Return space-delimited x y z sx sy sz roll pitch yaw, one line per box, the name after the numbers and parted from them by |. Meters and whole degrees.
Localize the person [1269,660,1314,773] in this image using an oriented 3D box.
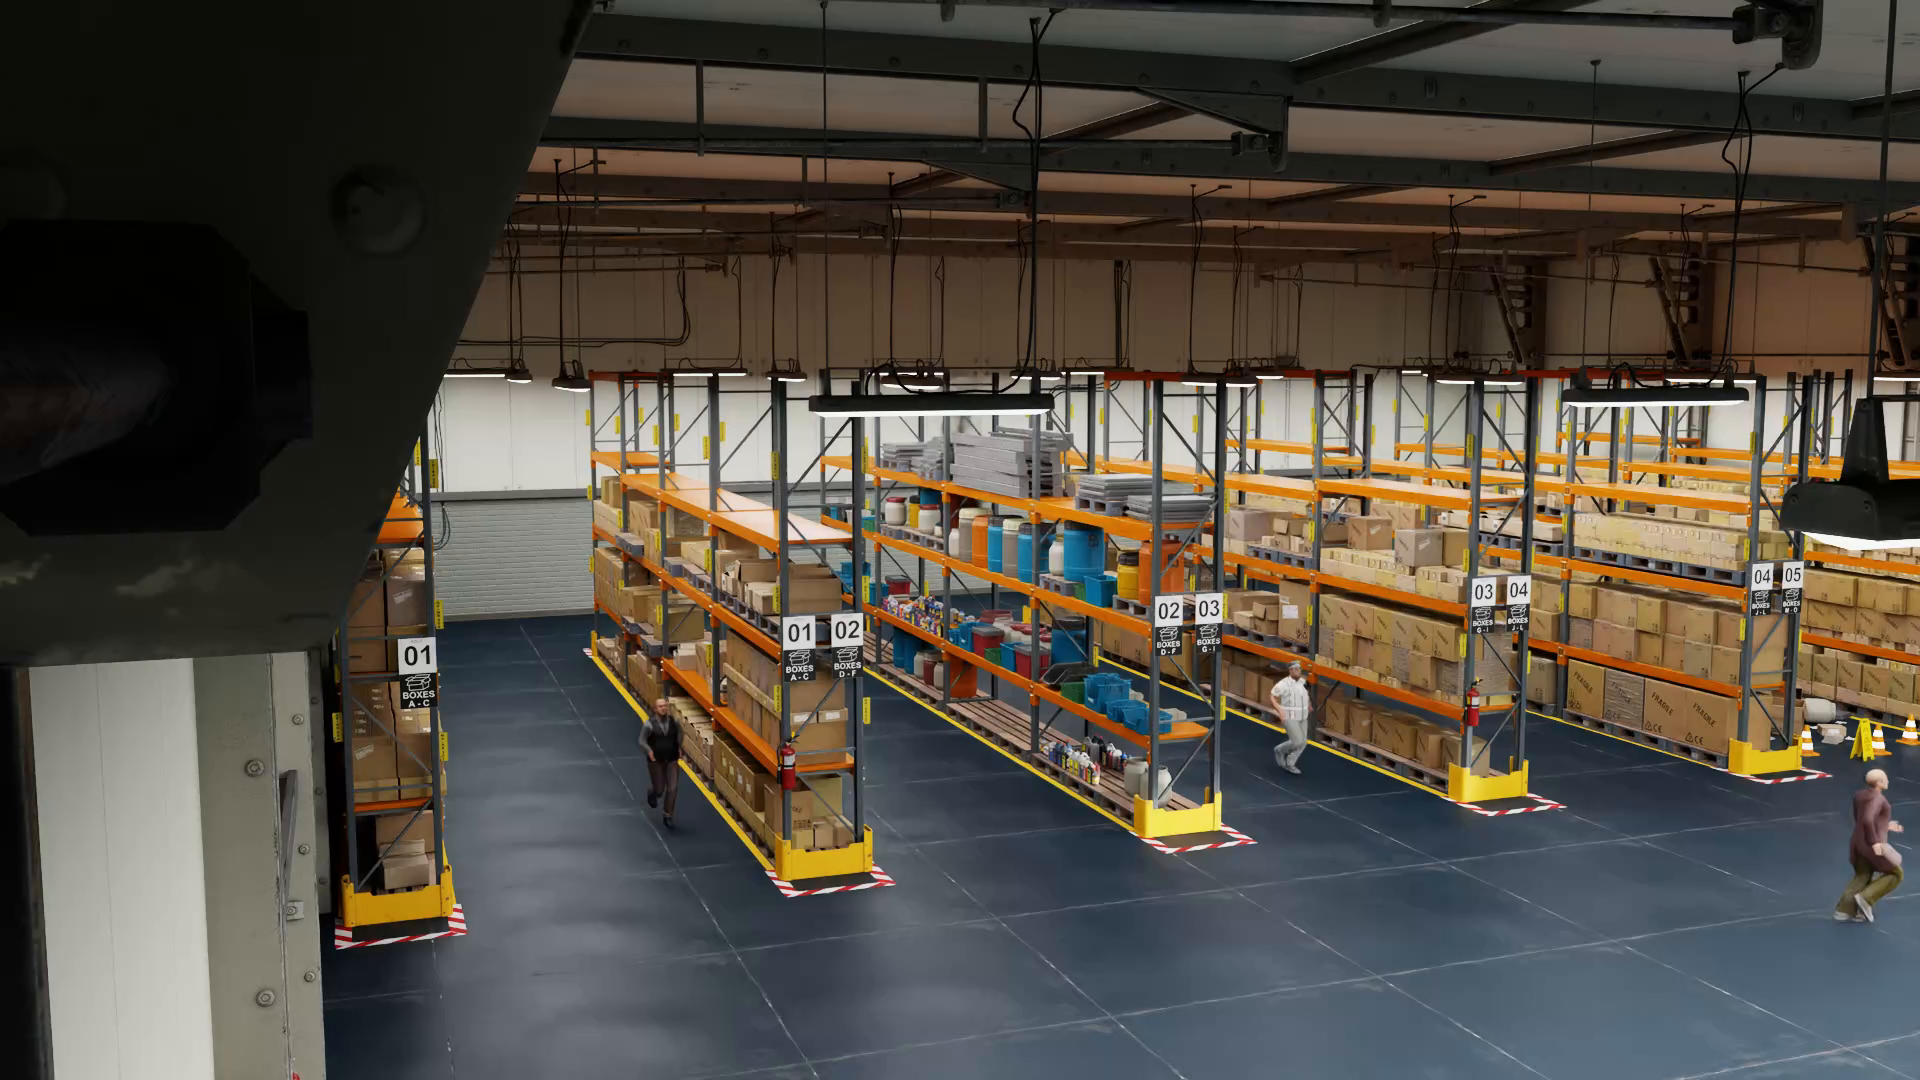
5.071 2.667 25.122 0.658 1.739 0.591 -4 7 -32 | person

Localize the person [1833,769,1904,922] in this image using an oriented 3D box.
10.152 3.401 18.500 0.760 1.723 0.627 0 6 -1 | person

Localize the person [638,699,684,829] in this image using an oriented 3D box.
-4.029 2.993 22.533 0.661 1.708 0.792 -3 7 -25 | person

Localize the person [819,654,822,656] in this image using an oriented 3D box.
-2.730 1.855 30.140 0.593 1.737 0.763 -3 7 -27 | person
